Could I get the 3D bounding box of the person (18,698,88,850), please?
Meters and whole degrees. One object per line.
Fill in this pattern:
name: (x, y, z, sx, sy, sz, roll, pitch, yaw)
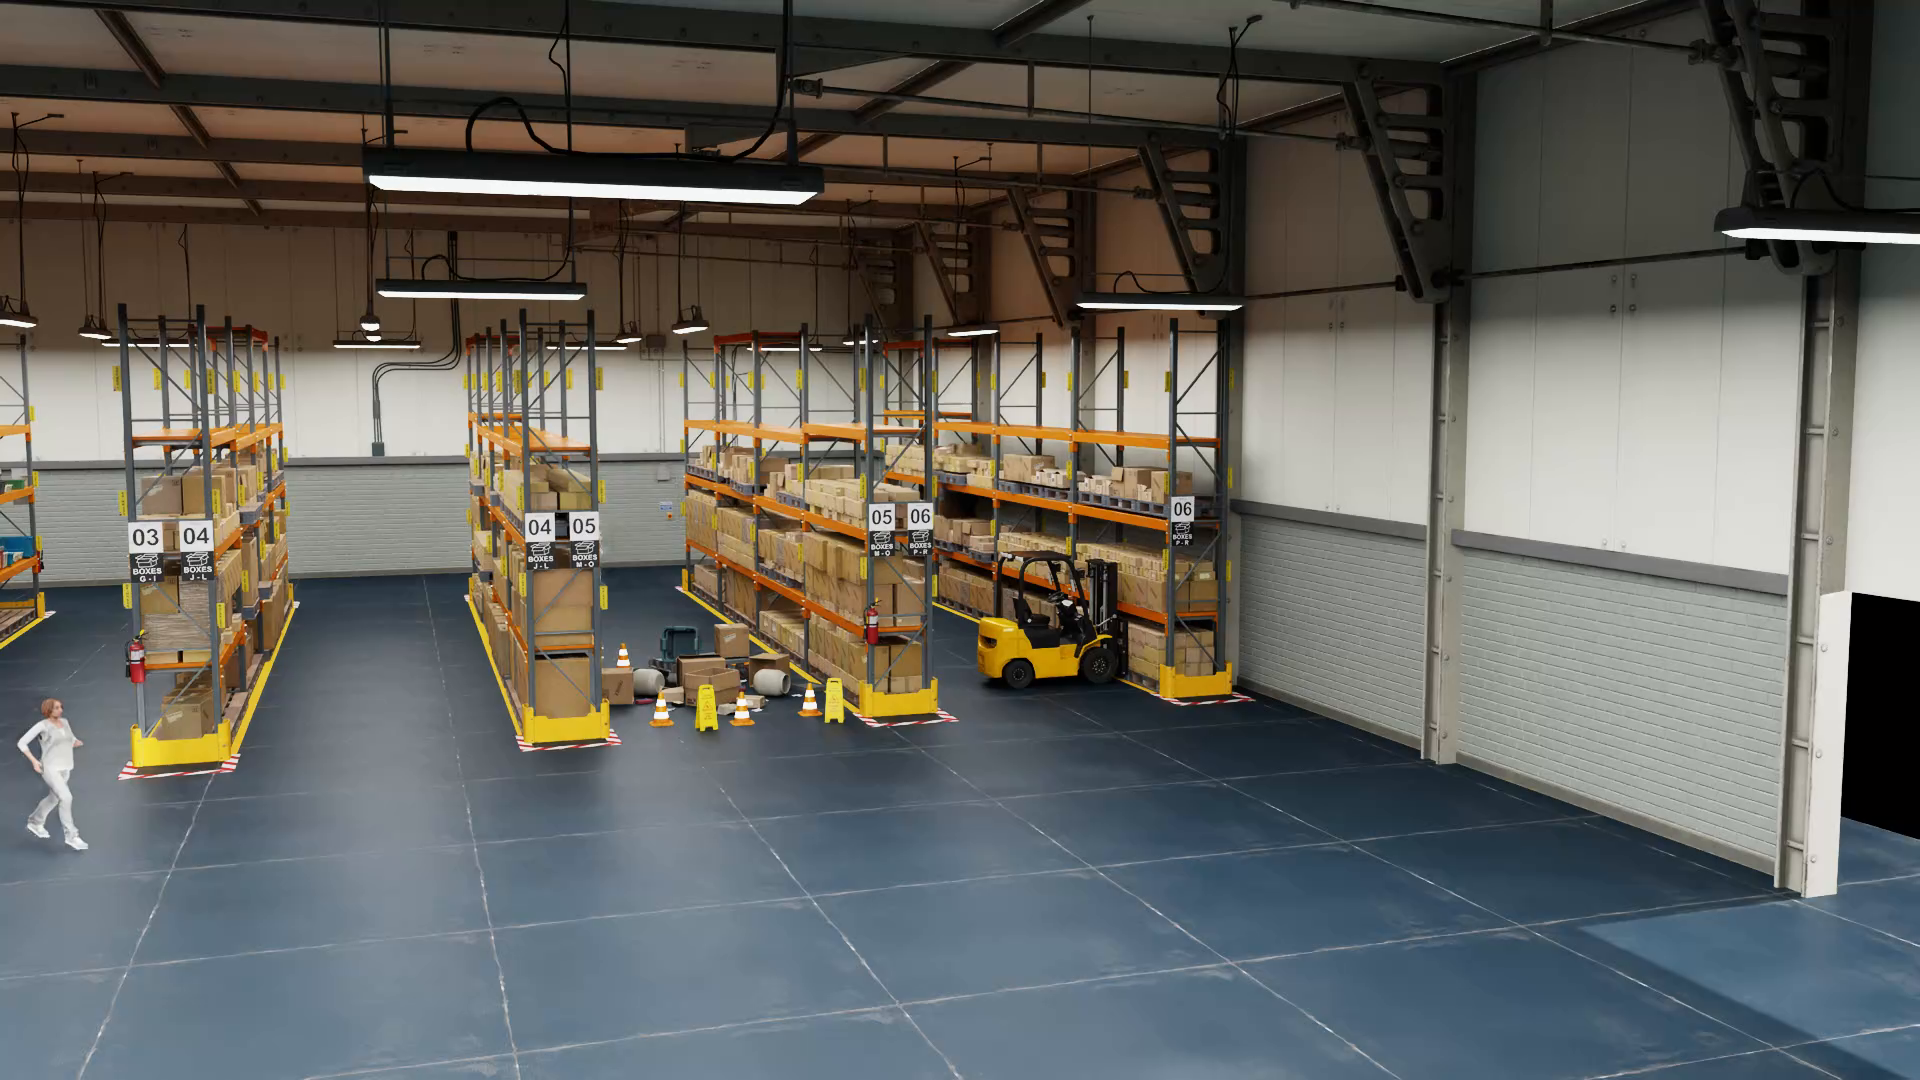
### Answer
person: (-9.745, 2.498, 17.855, 0.820, 1.620, 0.472, 1, 6, 11)
